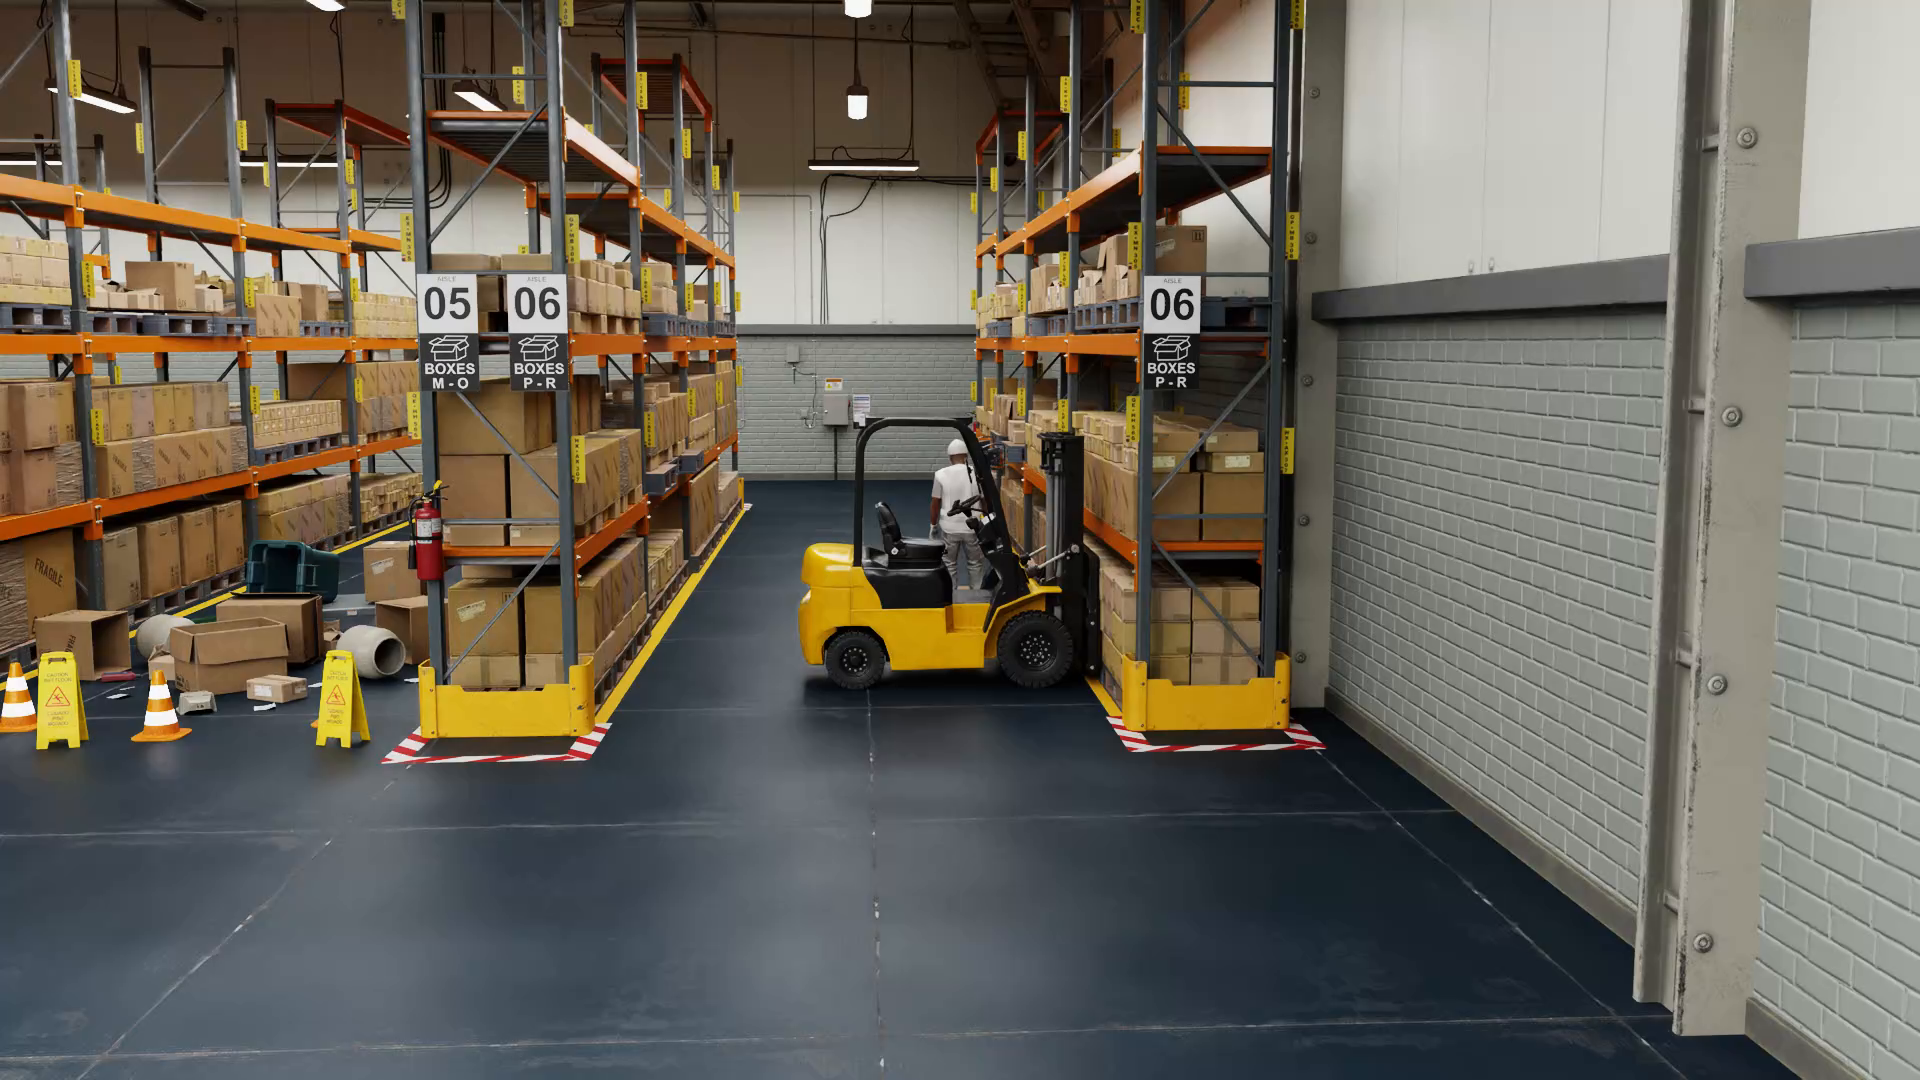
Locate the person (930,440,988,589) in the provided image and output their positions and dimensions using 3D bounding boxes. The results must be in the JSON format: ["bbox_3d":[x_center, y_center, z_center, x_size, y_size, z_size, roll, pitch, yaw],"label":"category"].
[{"bbox_3d":[0.010,-0.116,16.669,0.620,1.774,0.453,-1,7,-4],"label":"person"}]
